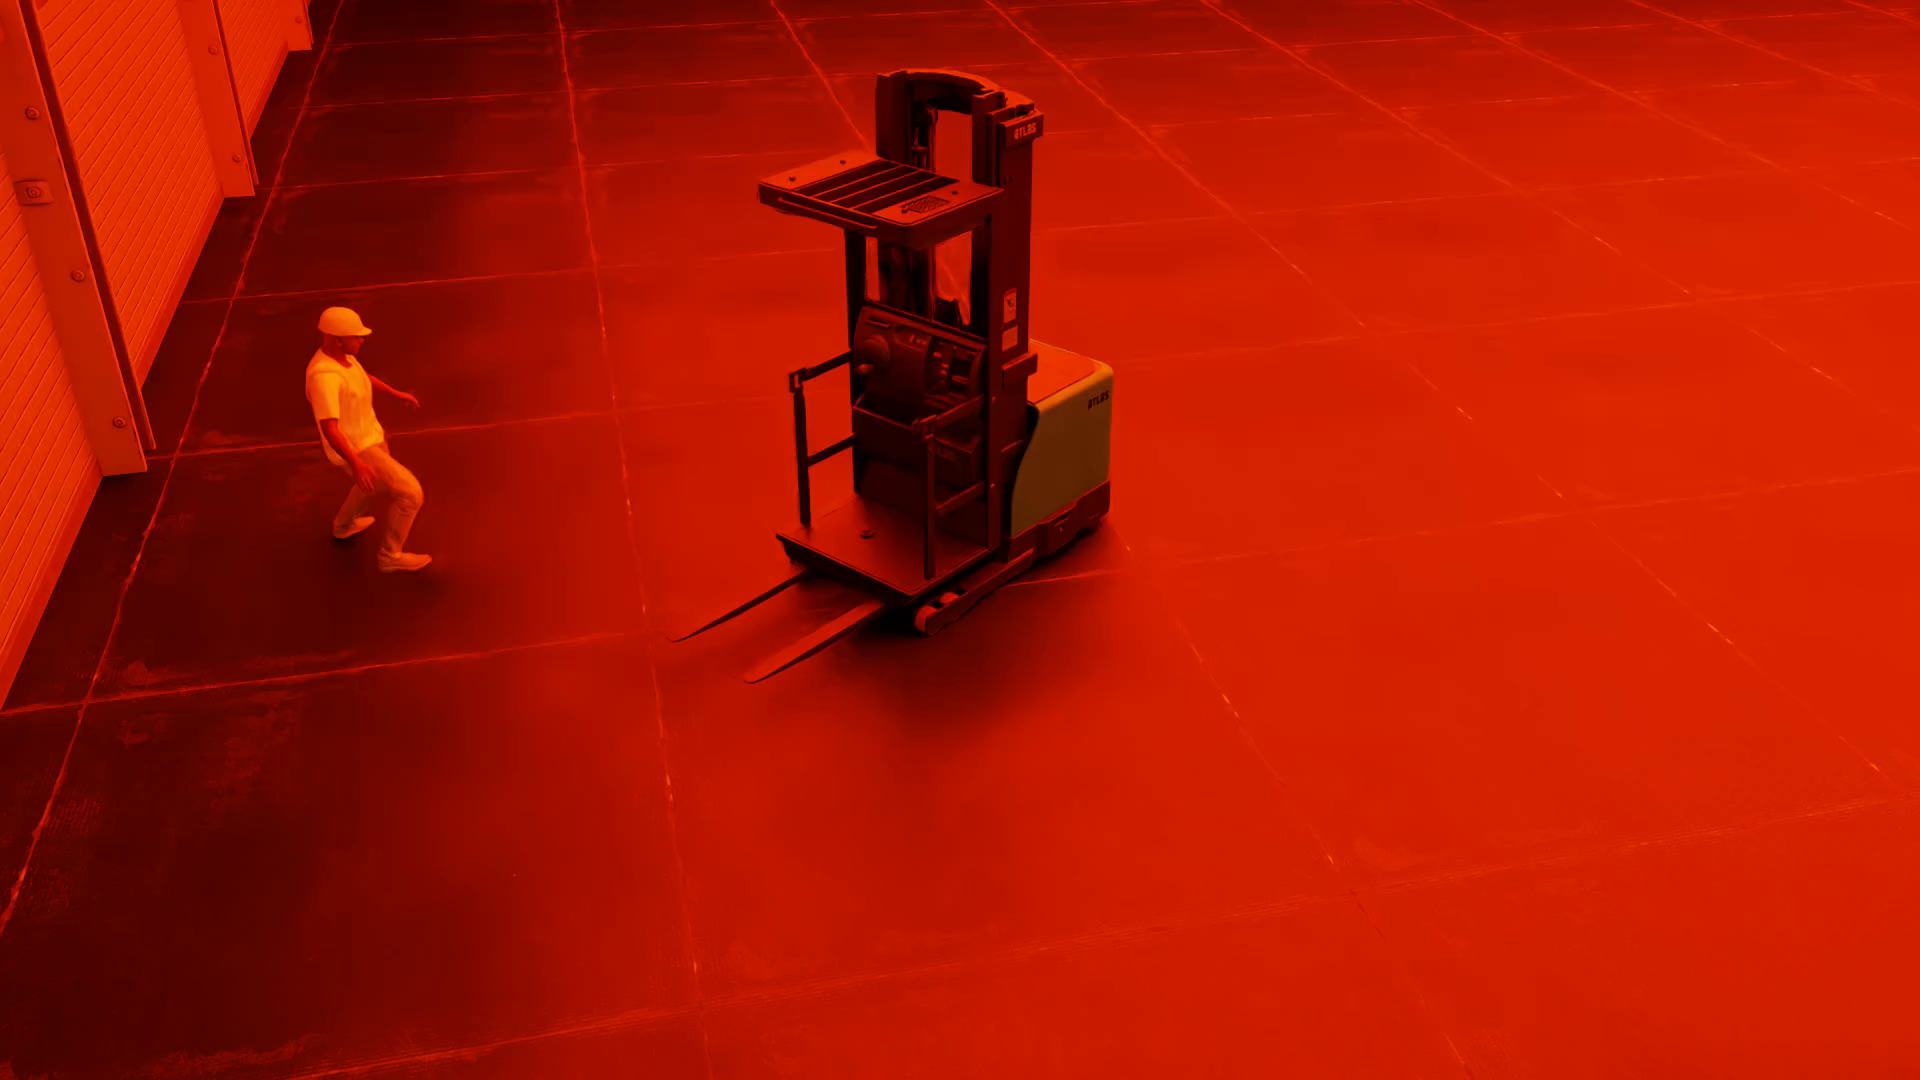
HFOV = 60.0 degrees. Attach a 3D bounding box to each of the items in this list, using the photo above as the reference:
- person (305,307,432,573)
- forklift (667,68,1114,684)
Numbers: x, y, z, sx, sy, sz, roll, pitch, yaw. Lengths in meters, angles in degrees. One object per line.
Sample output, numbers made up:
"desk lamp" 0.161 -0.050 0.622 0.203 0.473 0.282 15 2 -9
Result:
"person" -3.590 -0.635 10.007 0.699 1.632 1.022 -4 30 -7
"forklift" -0.378 -1.006 9.313 1.130 2.935 3.031 23 37 34
